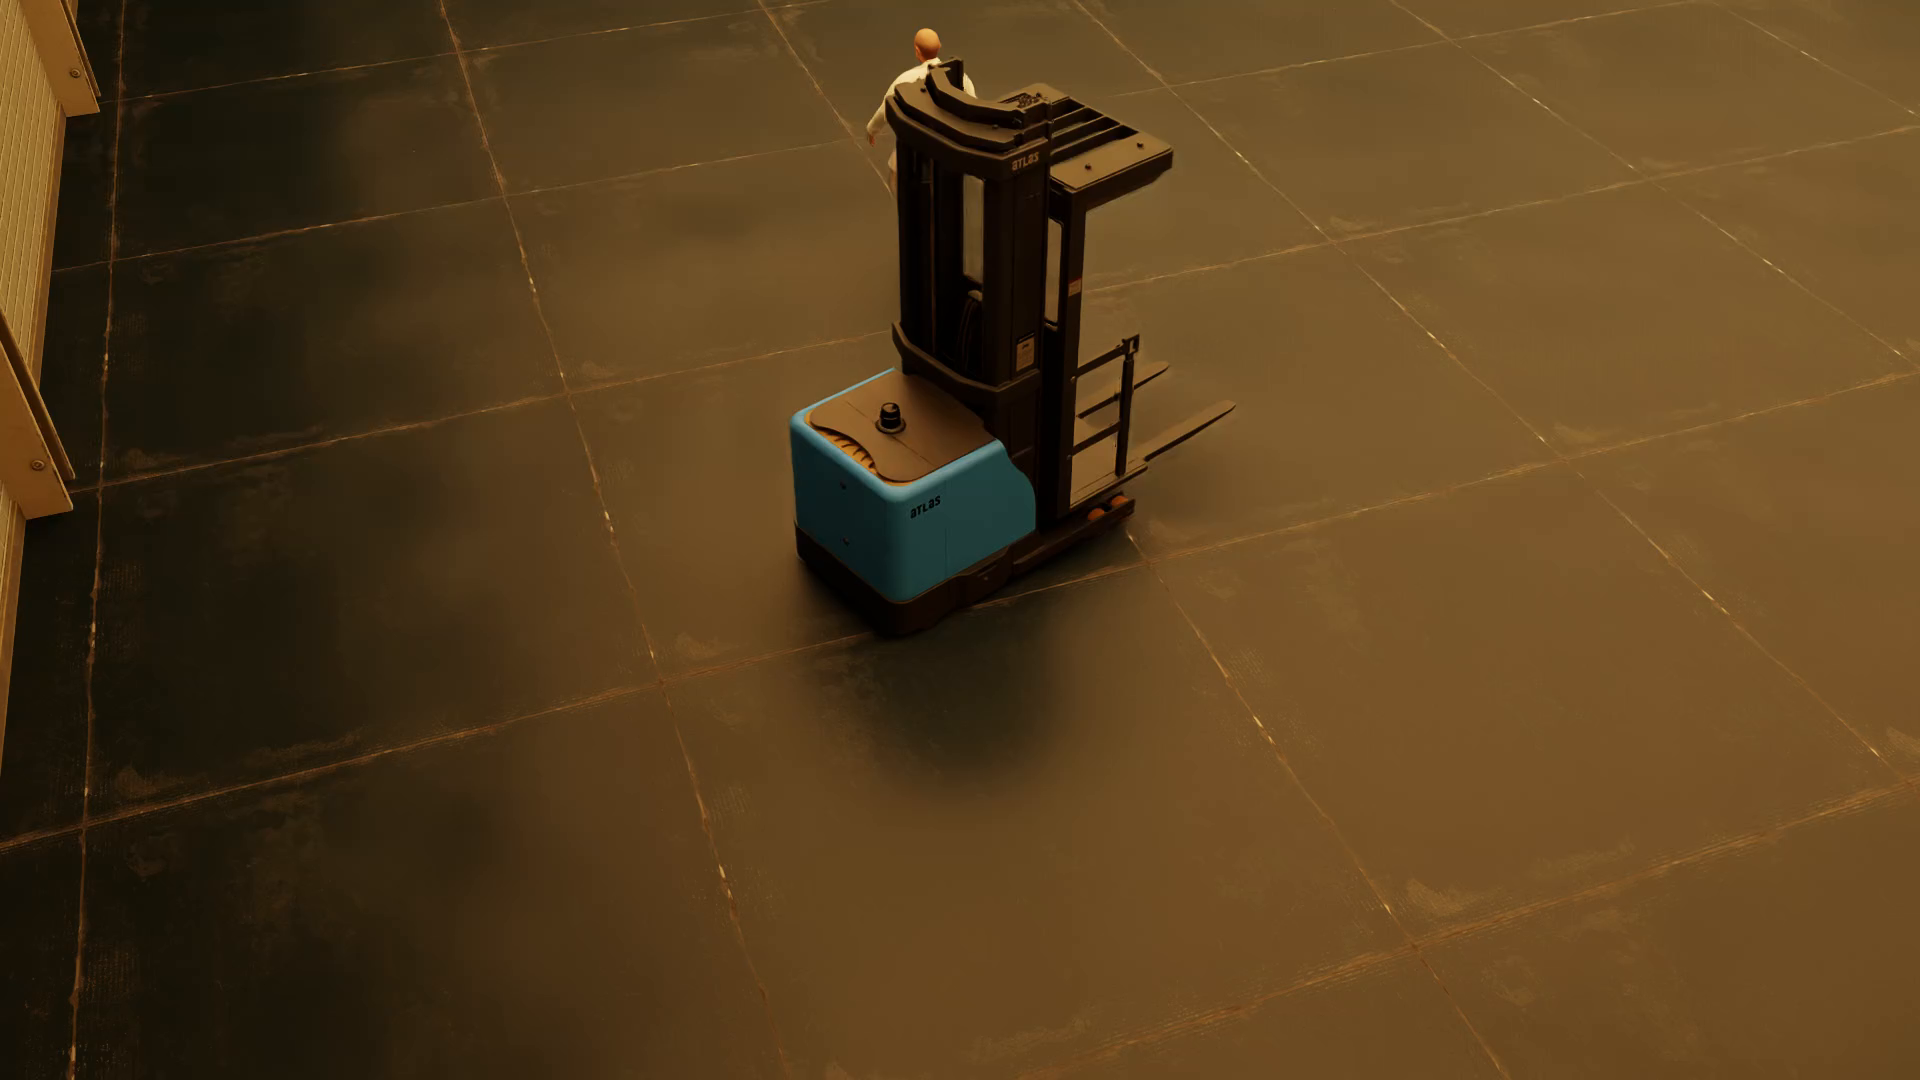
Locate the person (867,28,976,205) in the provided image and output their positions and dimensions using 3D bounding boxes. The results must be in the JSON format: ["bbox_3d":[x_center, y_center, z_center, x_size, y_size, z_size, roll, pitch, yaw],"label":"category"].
[{"bbox_3d":[-0.226,-2.958,12.434,0.807,1.760,0.597,-17,43,-19],"label":"person"}]

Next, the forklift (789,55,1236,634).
[{"bbox_3d":[0.460,-1.385,9.646,3.031,2.935,1.130,-29,48,-30],"label":"forklift"}]
